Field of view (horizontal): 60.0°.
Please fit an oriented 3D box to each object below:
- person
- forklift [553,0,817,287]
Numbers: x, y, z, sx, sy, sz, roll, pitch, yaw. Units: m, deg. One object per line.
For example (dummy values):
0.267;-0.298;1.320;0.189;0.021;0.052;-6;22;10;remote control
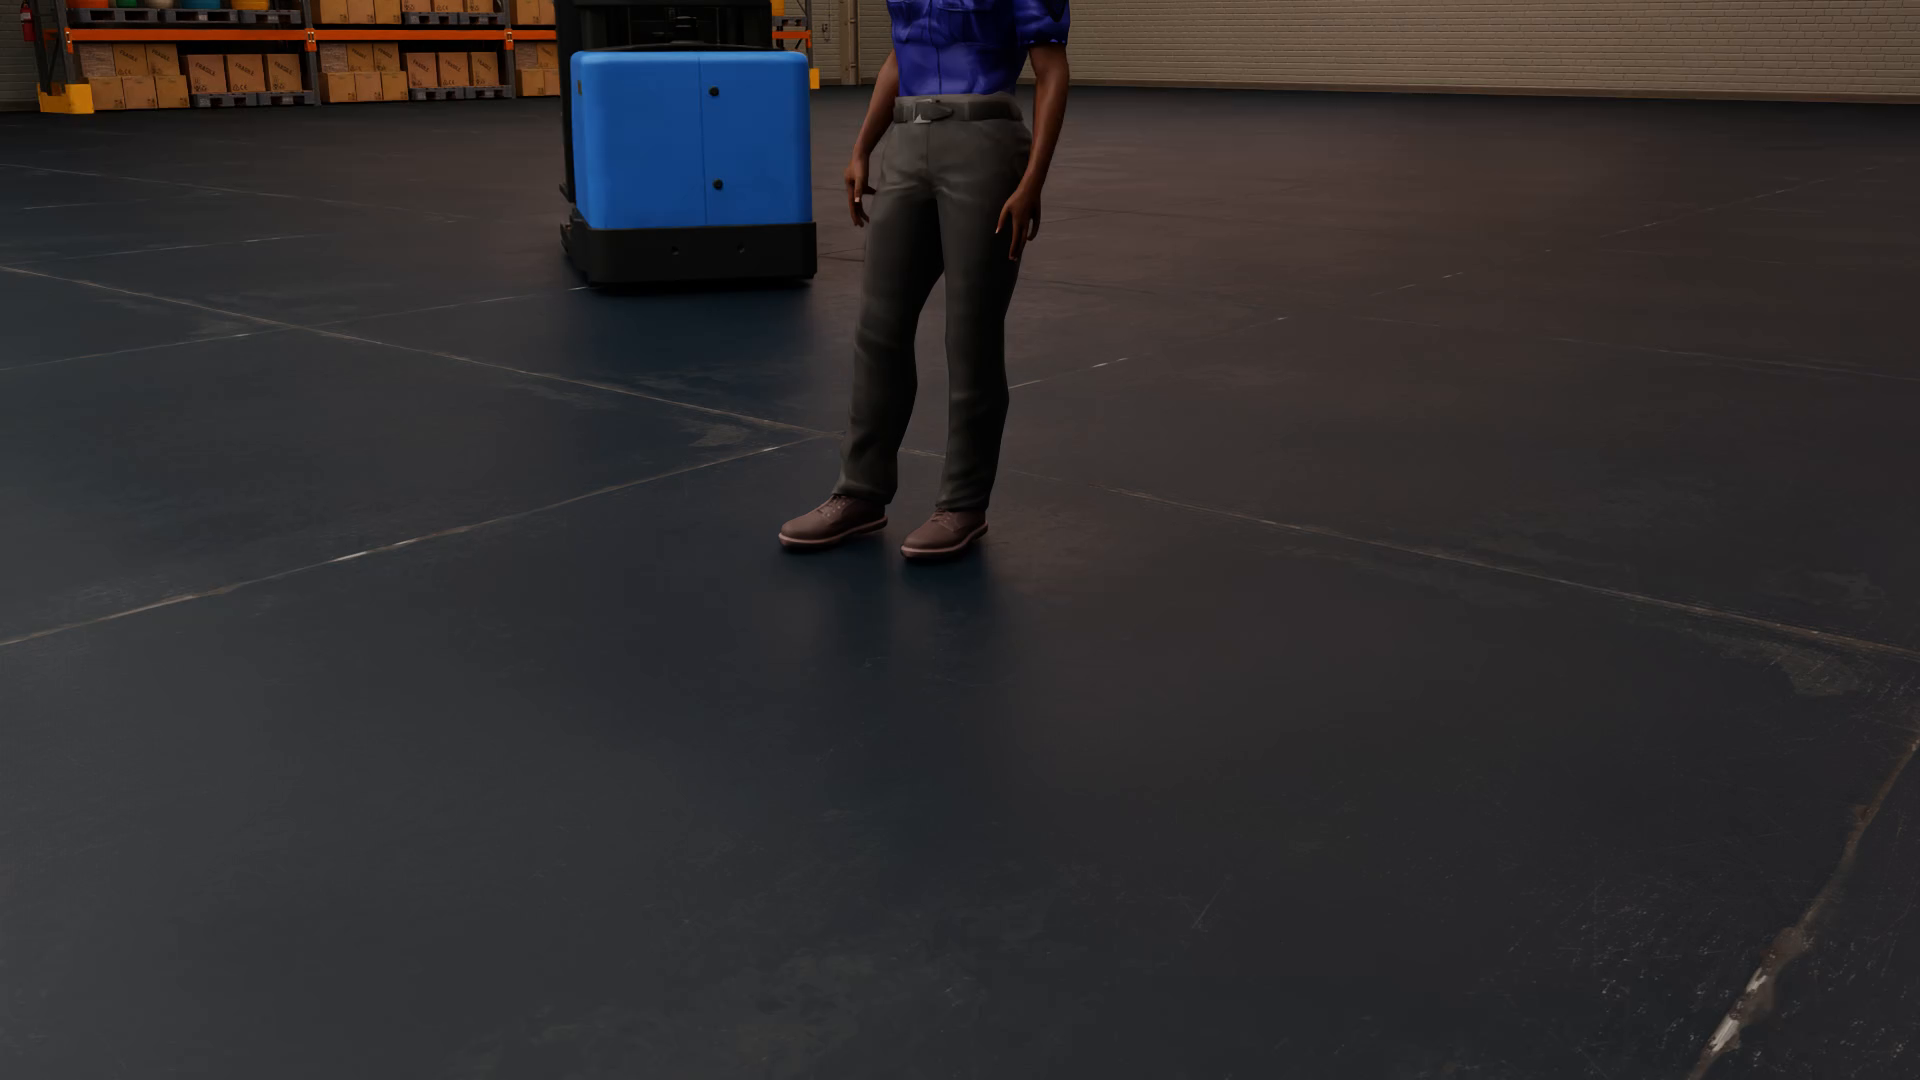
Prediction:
-0.071;-0.782;3.647;0.569;1.654;0.504;13;21;37;person
-1.573;-2.954;8.625;1.130;2.935;3.031;-5;18;-15;forklift
